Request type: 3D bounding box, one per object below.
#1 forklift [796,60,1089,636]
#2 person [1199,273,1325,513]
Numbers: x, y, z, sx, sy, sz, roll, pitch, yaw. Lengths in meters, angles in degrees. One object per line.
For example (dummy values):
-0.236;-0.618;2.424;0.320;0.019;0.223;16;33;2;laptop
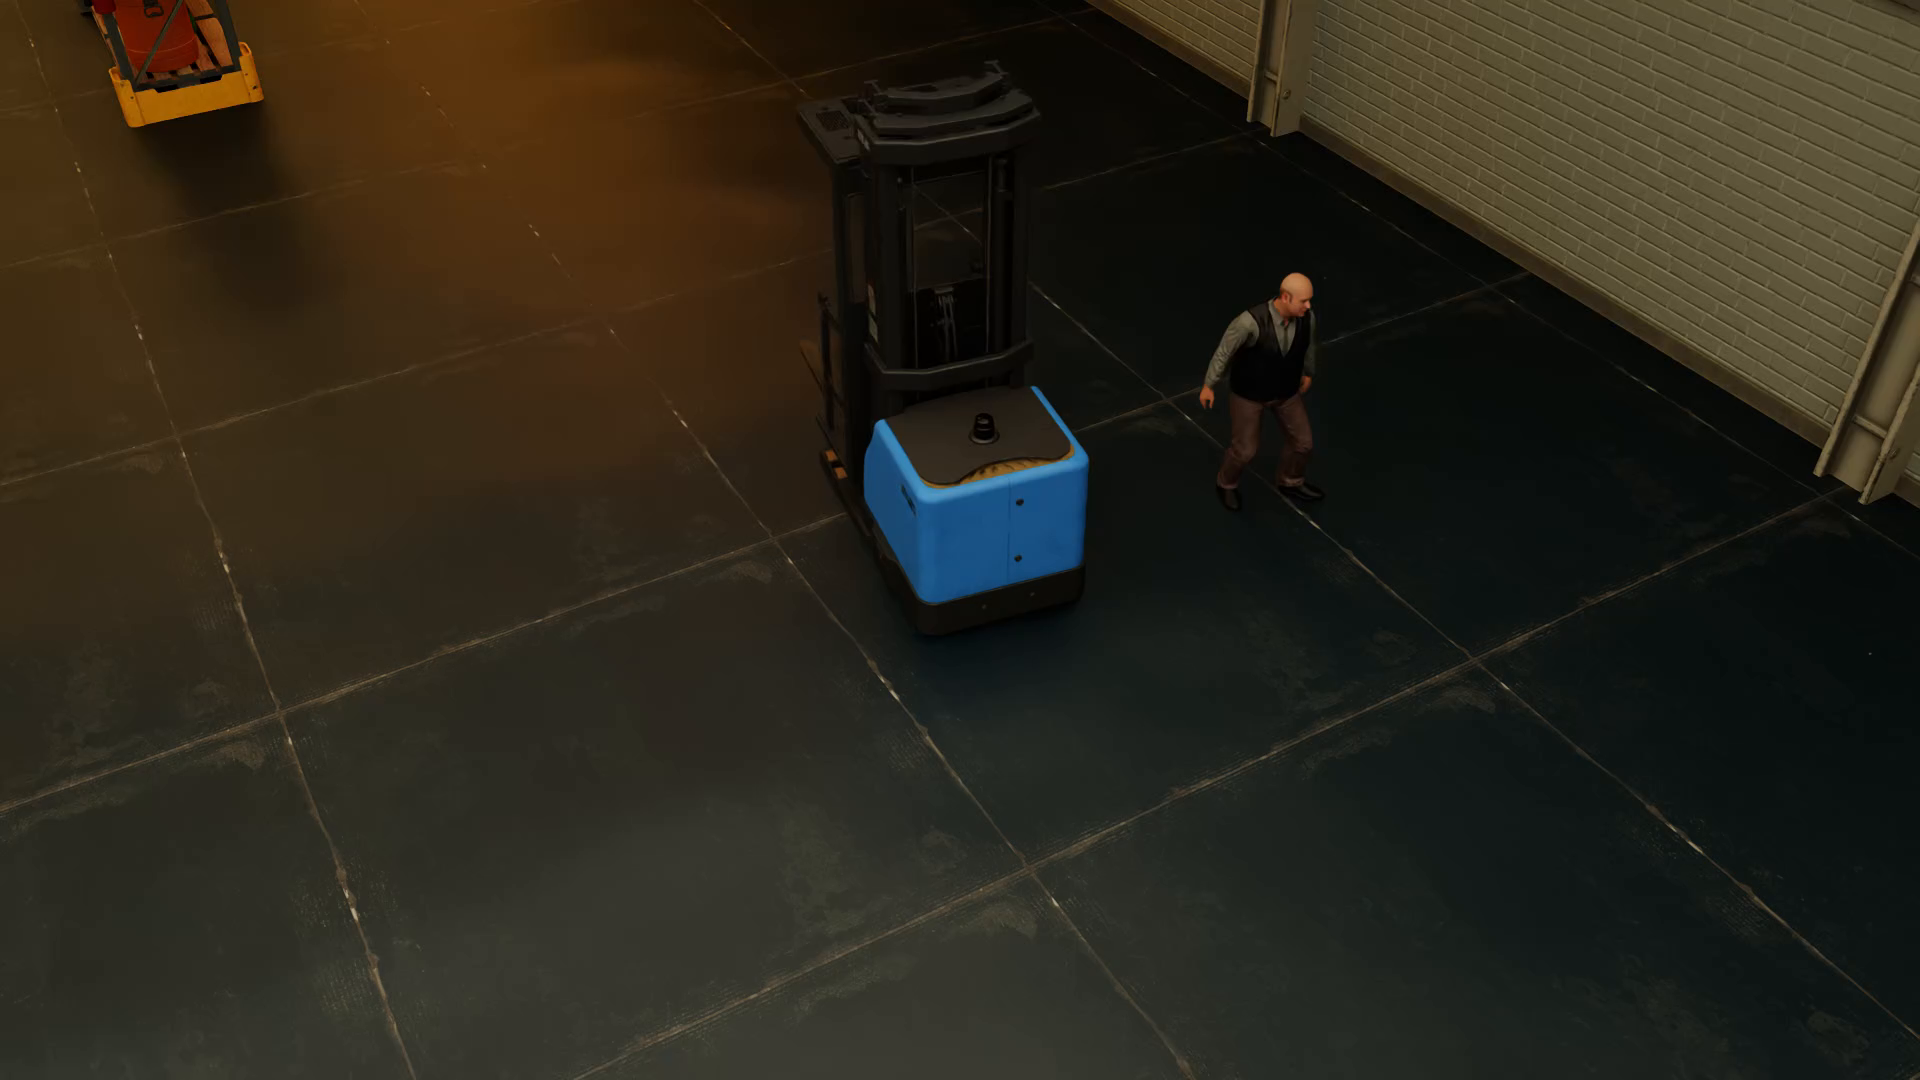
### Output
-0.269;-1.524;9.874;1.130;2.935;3.031;-14;42;-16;forklift
1.878;-0.916;10.129;0.848;1.692;0.405;-11;41;-13;person
